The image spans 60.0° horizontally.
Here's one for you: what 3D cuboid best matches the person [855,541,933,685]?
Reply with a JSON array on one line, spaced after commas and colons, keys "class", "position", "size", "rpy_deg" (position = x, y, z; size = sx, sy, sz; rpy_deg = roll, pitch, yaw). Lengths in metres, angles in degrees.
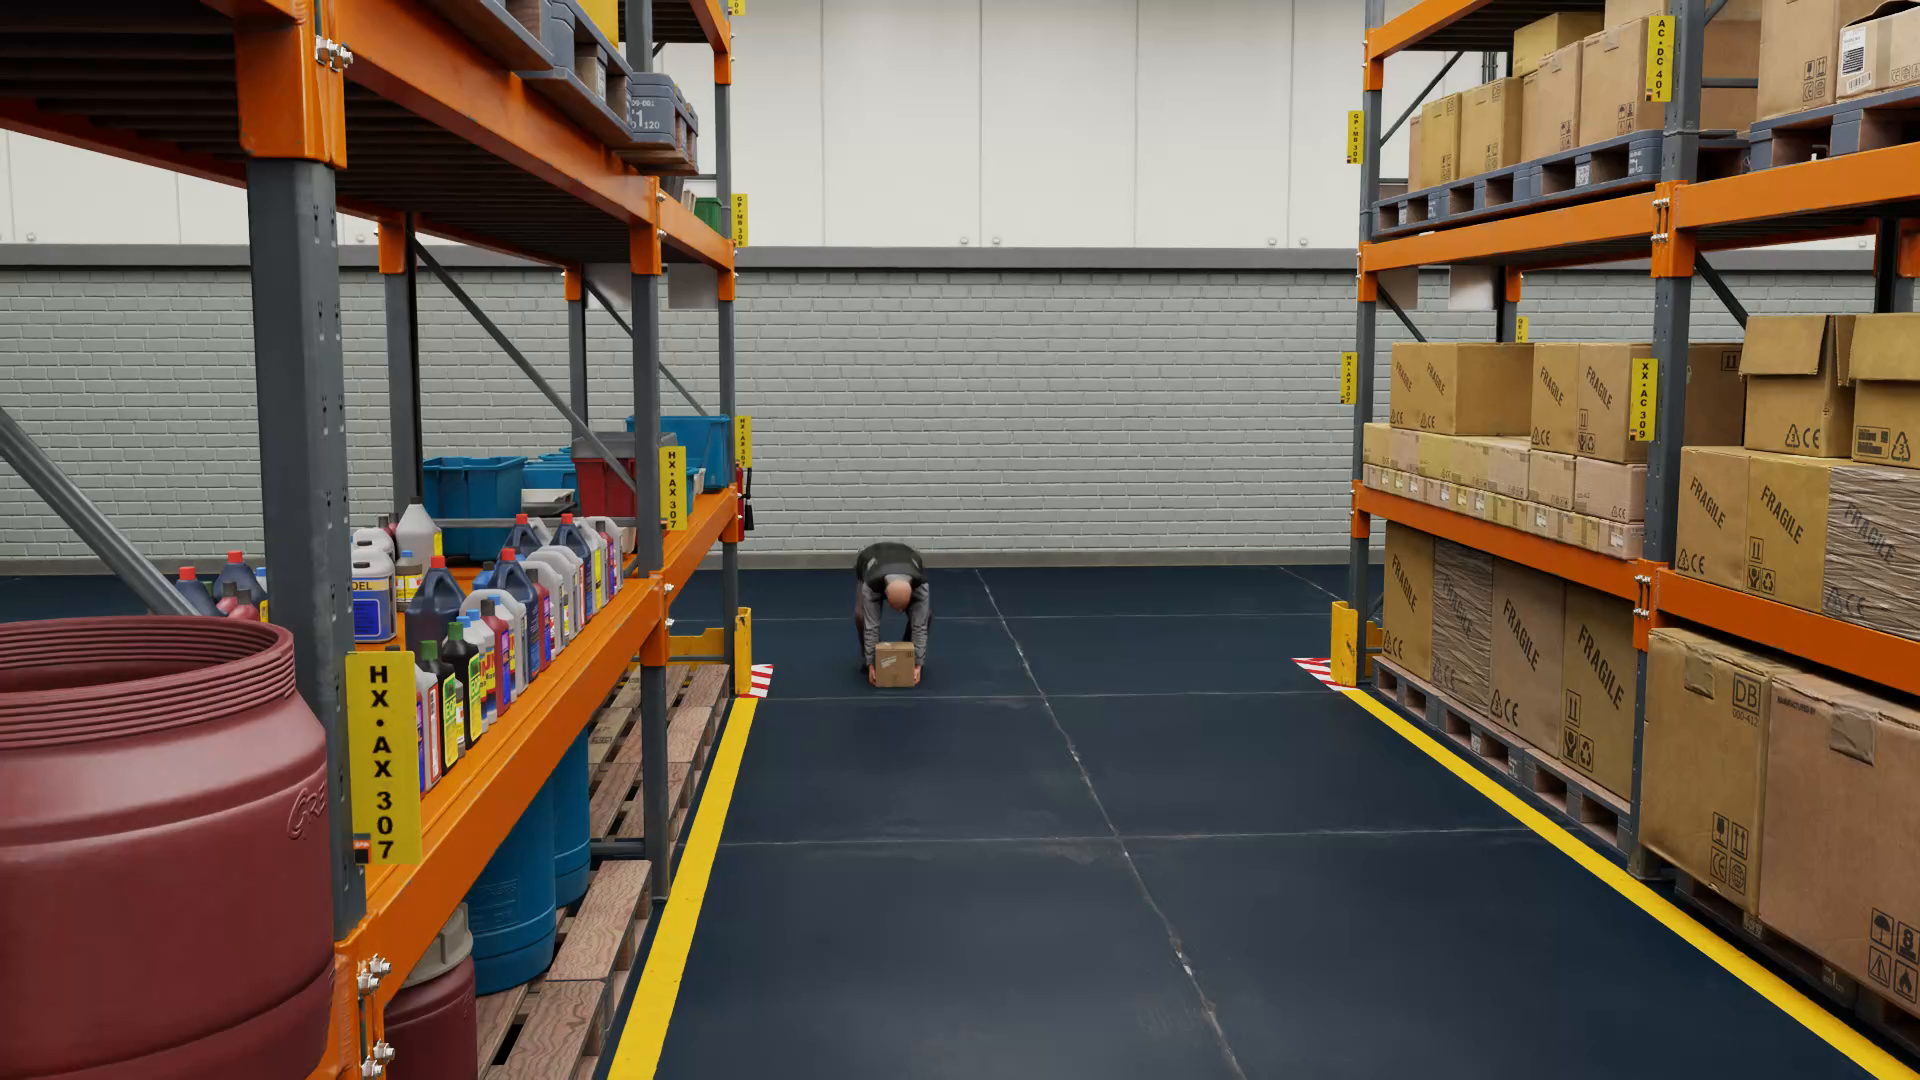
[{"class": "person", "position": [-0.443, 0.472, 11.064], "size": [0.519, 0.884, 0.952], "rpy_deg": [-1, 7, -6]}]
